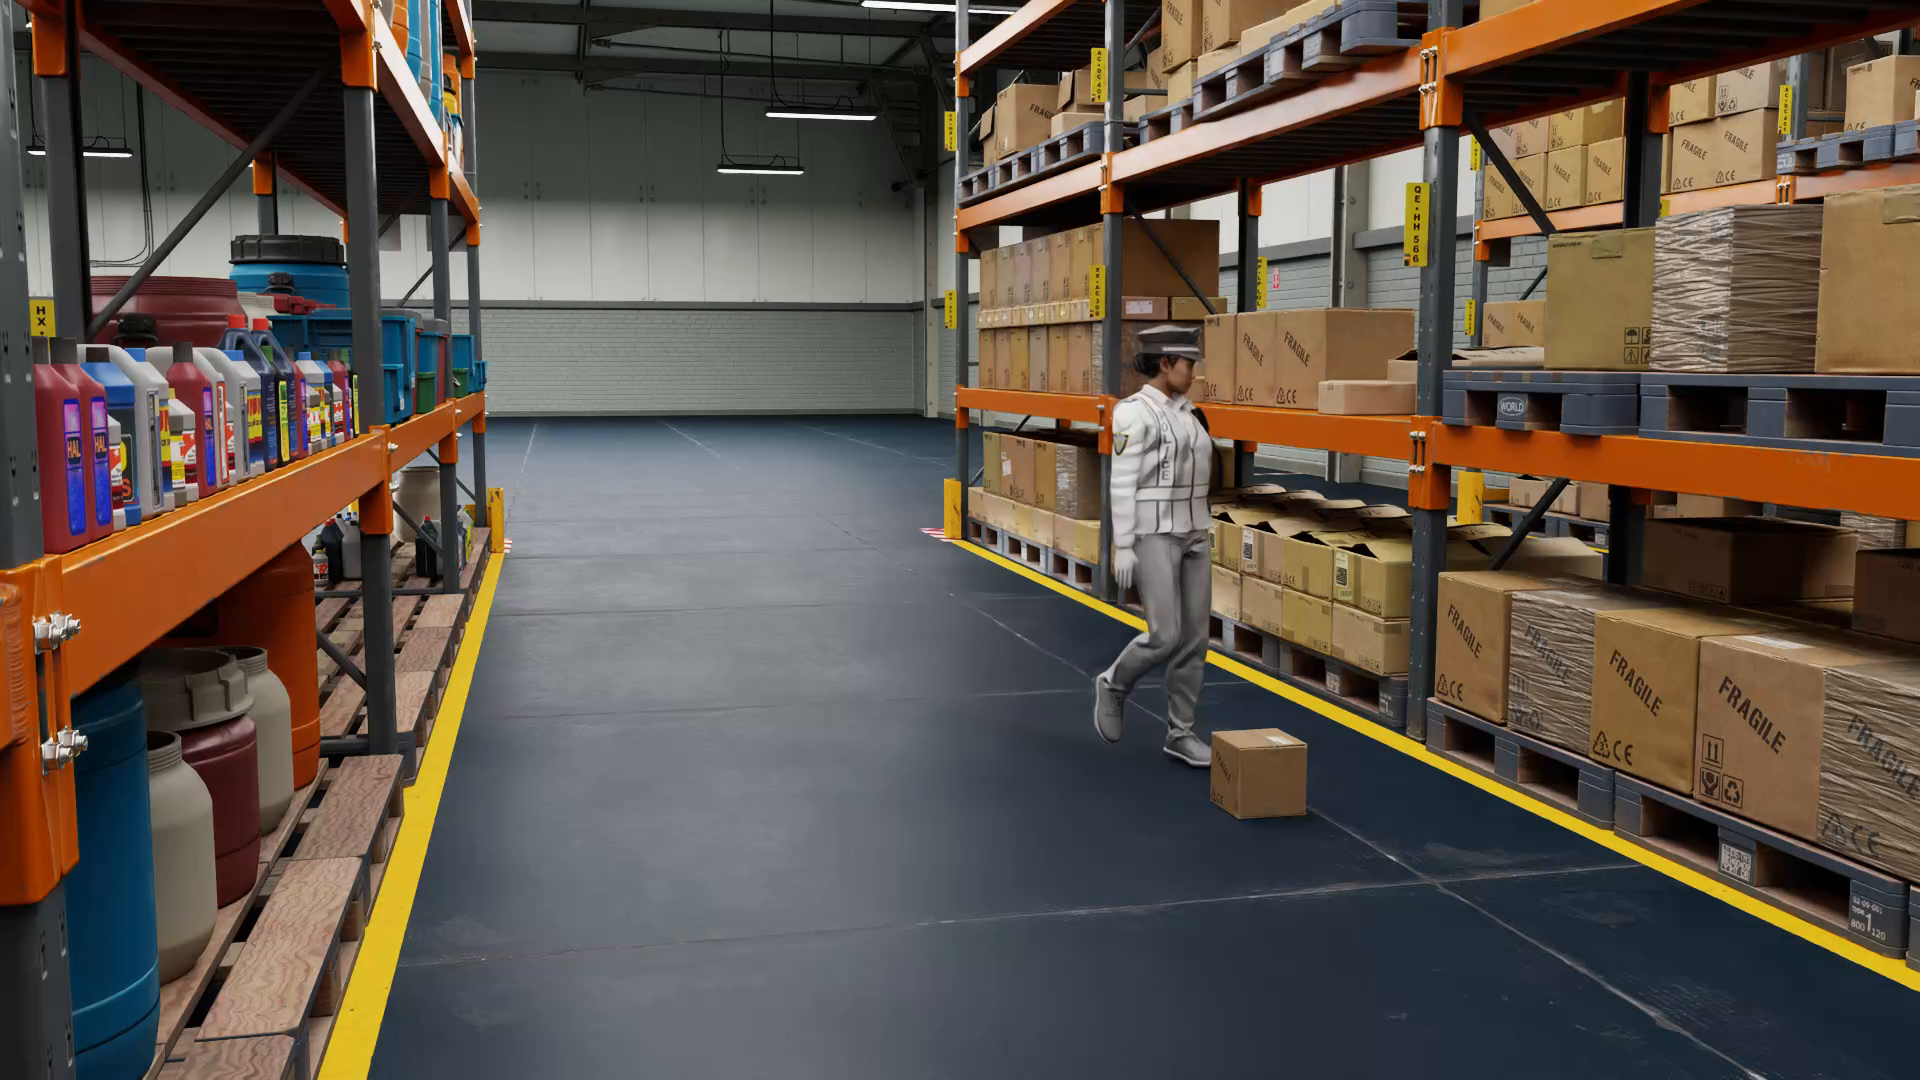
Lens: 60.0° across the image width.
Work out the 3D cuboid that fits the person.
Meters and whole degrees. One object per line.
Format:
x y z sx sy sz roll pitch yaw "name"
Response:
0.775 0.019 6.326 0.500 1.663 0.517 -6 8 -42 "person"
